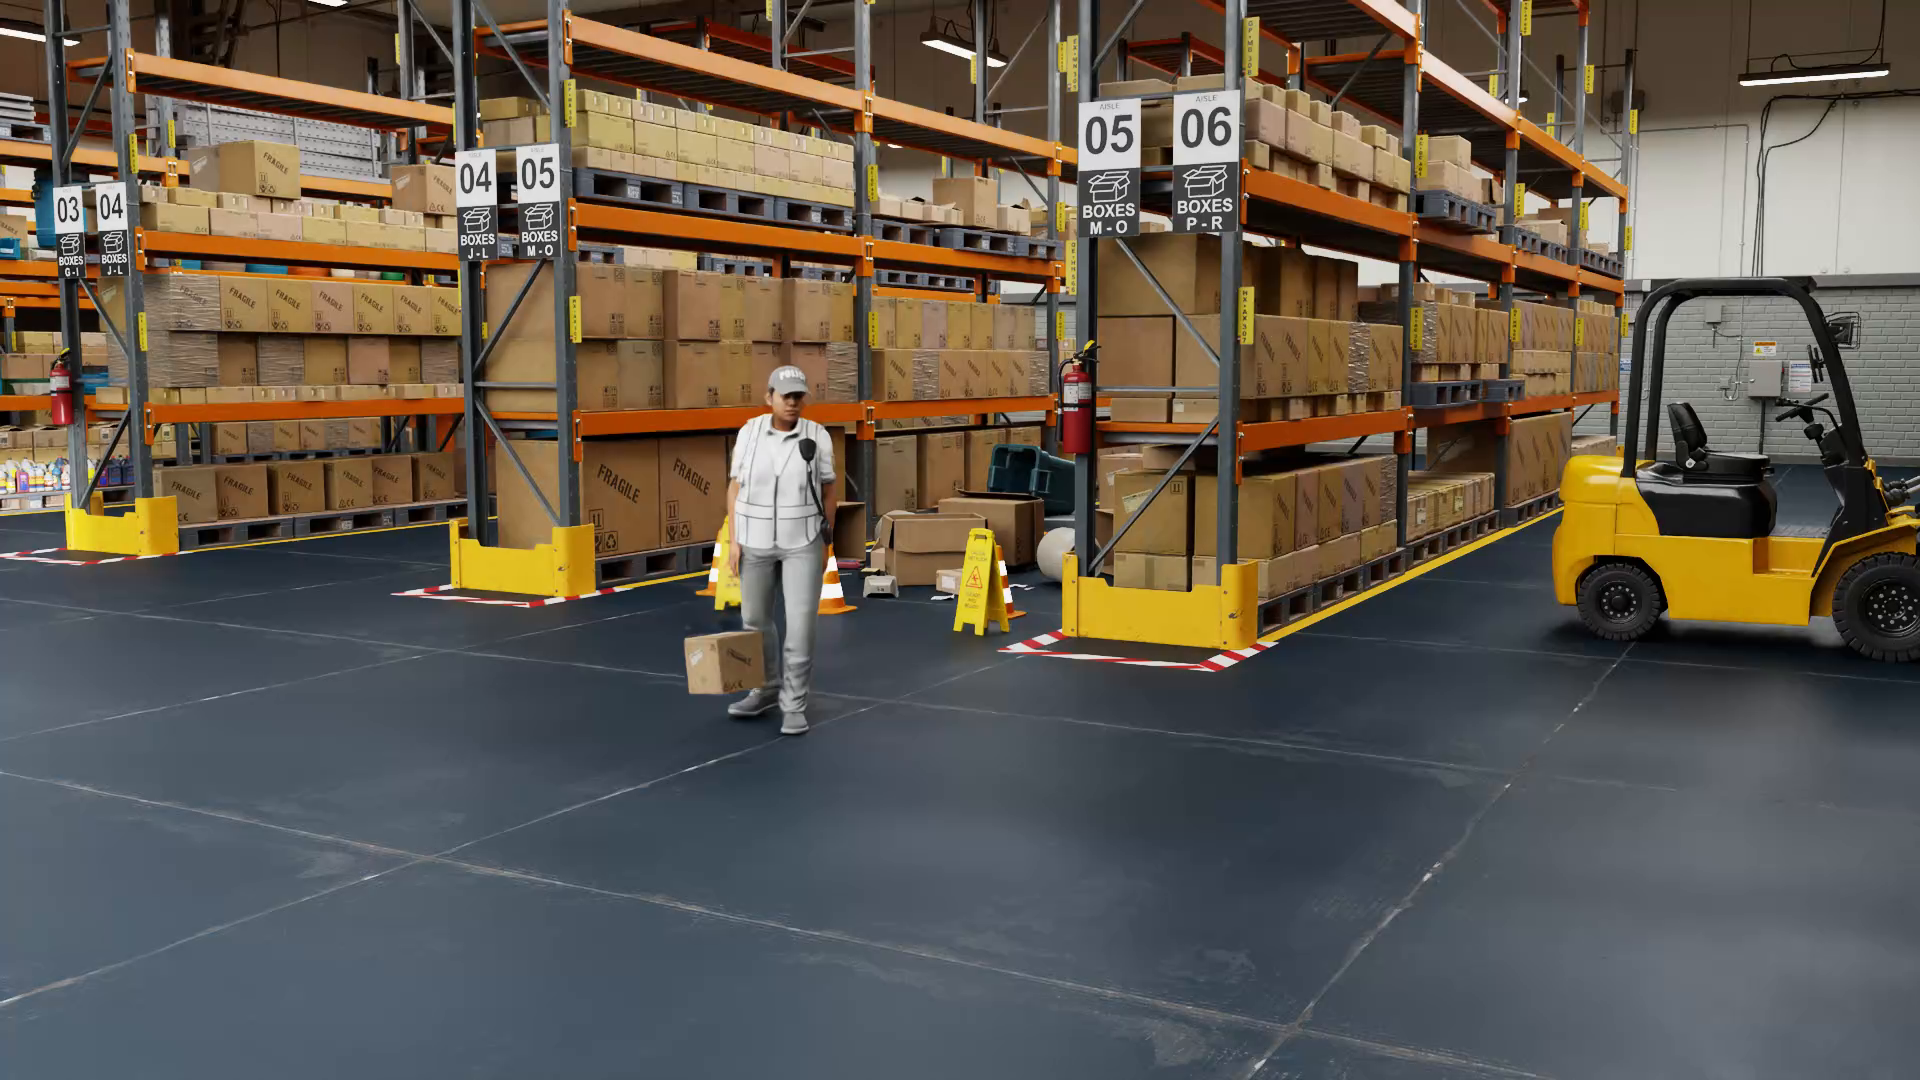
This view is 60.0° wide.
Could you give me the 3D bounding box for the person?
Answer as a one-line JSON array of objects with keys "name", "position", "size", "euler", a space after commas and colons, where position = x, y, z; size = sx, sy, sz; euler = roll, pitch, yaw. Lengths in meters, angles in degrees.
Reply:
[{"name": "person", "position": [-0.822, 0.029, 7.616], "size": [0.531, 1.649, 0.552], "euler": [0, 6, 2]}]
